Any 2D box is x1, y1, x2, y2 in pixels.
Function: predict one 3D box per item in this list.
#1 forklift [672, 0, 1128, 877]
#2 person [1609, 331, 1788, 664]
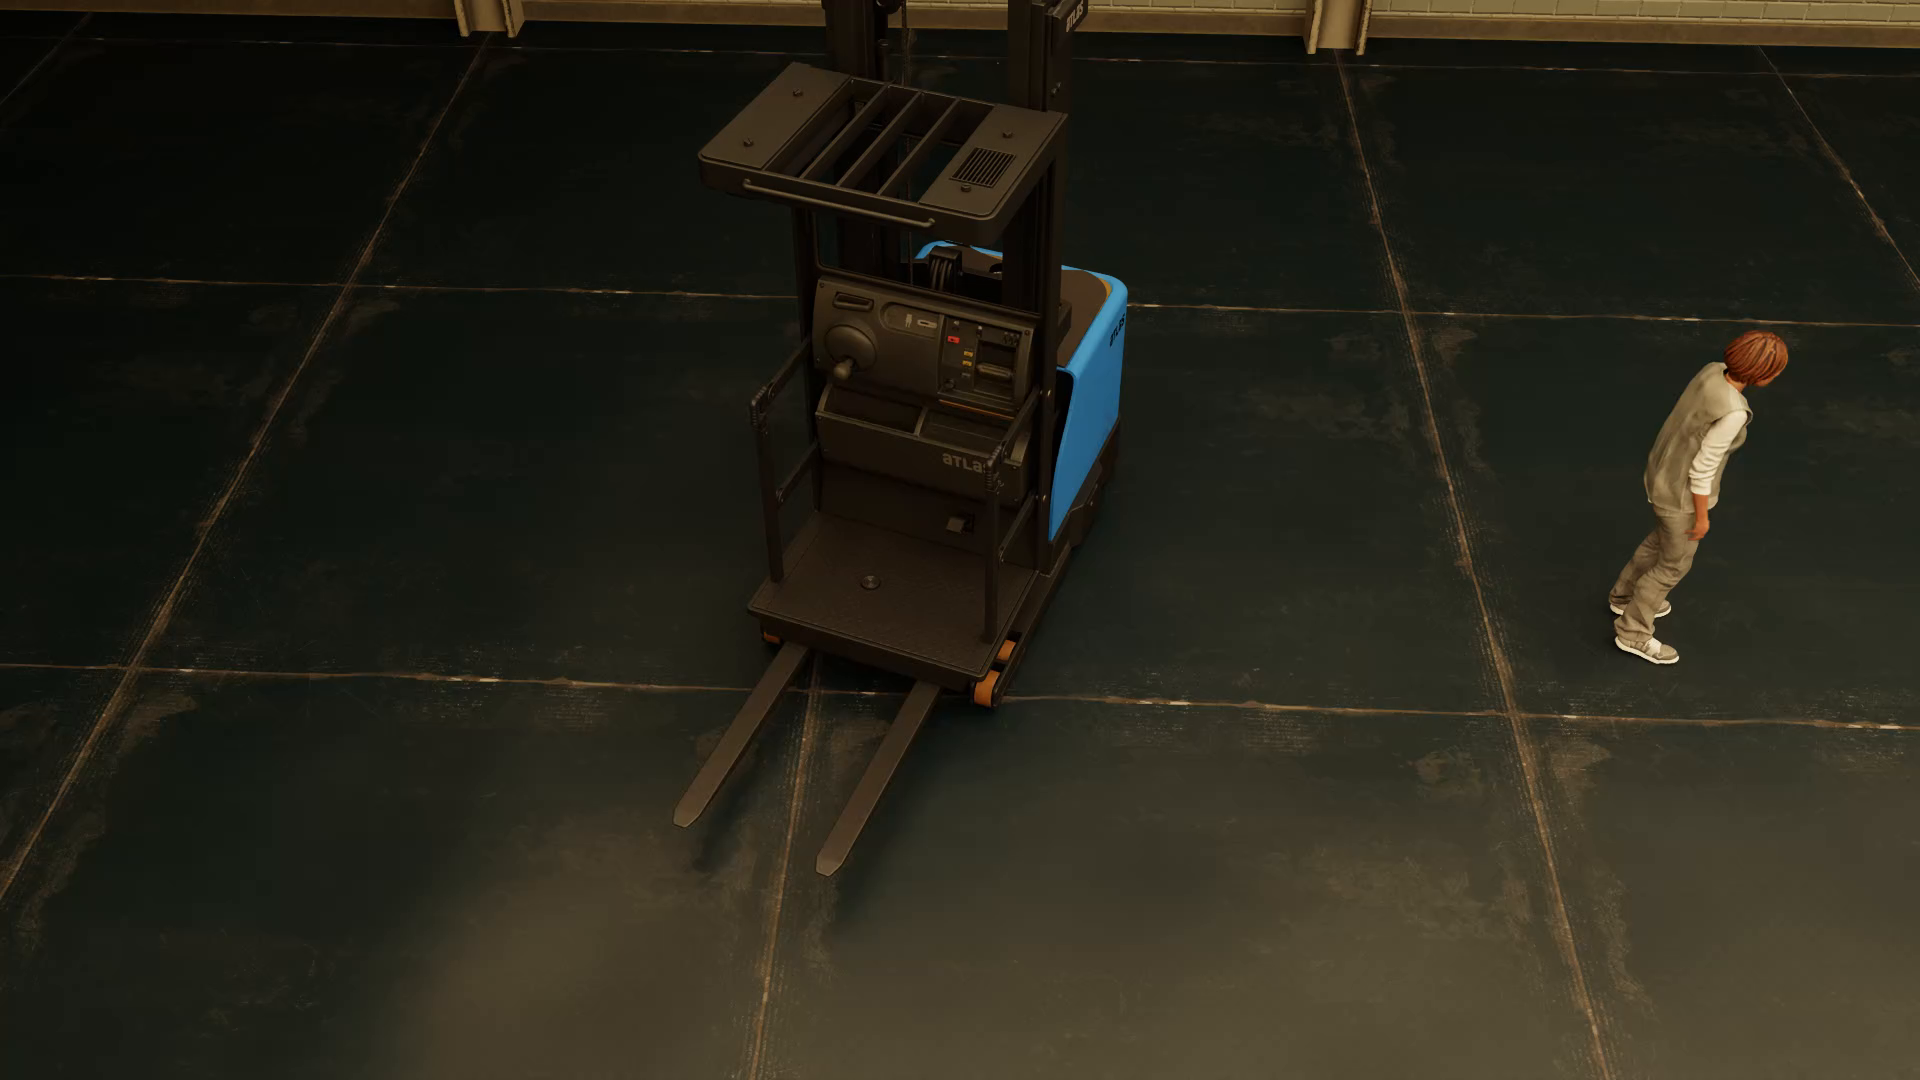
[{"bbox_3d":[-0.234,-0.691,6.499,1.130,2.935,3.031,15,45,16],"label":"forklift"},{"bbox_3d":[3.044,-0.195,6.964,0.350,1.573,0.470,8,43,9],"label":"person"}]
